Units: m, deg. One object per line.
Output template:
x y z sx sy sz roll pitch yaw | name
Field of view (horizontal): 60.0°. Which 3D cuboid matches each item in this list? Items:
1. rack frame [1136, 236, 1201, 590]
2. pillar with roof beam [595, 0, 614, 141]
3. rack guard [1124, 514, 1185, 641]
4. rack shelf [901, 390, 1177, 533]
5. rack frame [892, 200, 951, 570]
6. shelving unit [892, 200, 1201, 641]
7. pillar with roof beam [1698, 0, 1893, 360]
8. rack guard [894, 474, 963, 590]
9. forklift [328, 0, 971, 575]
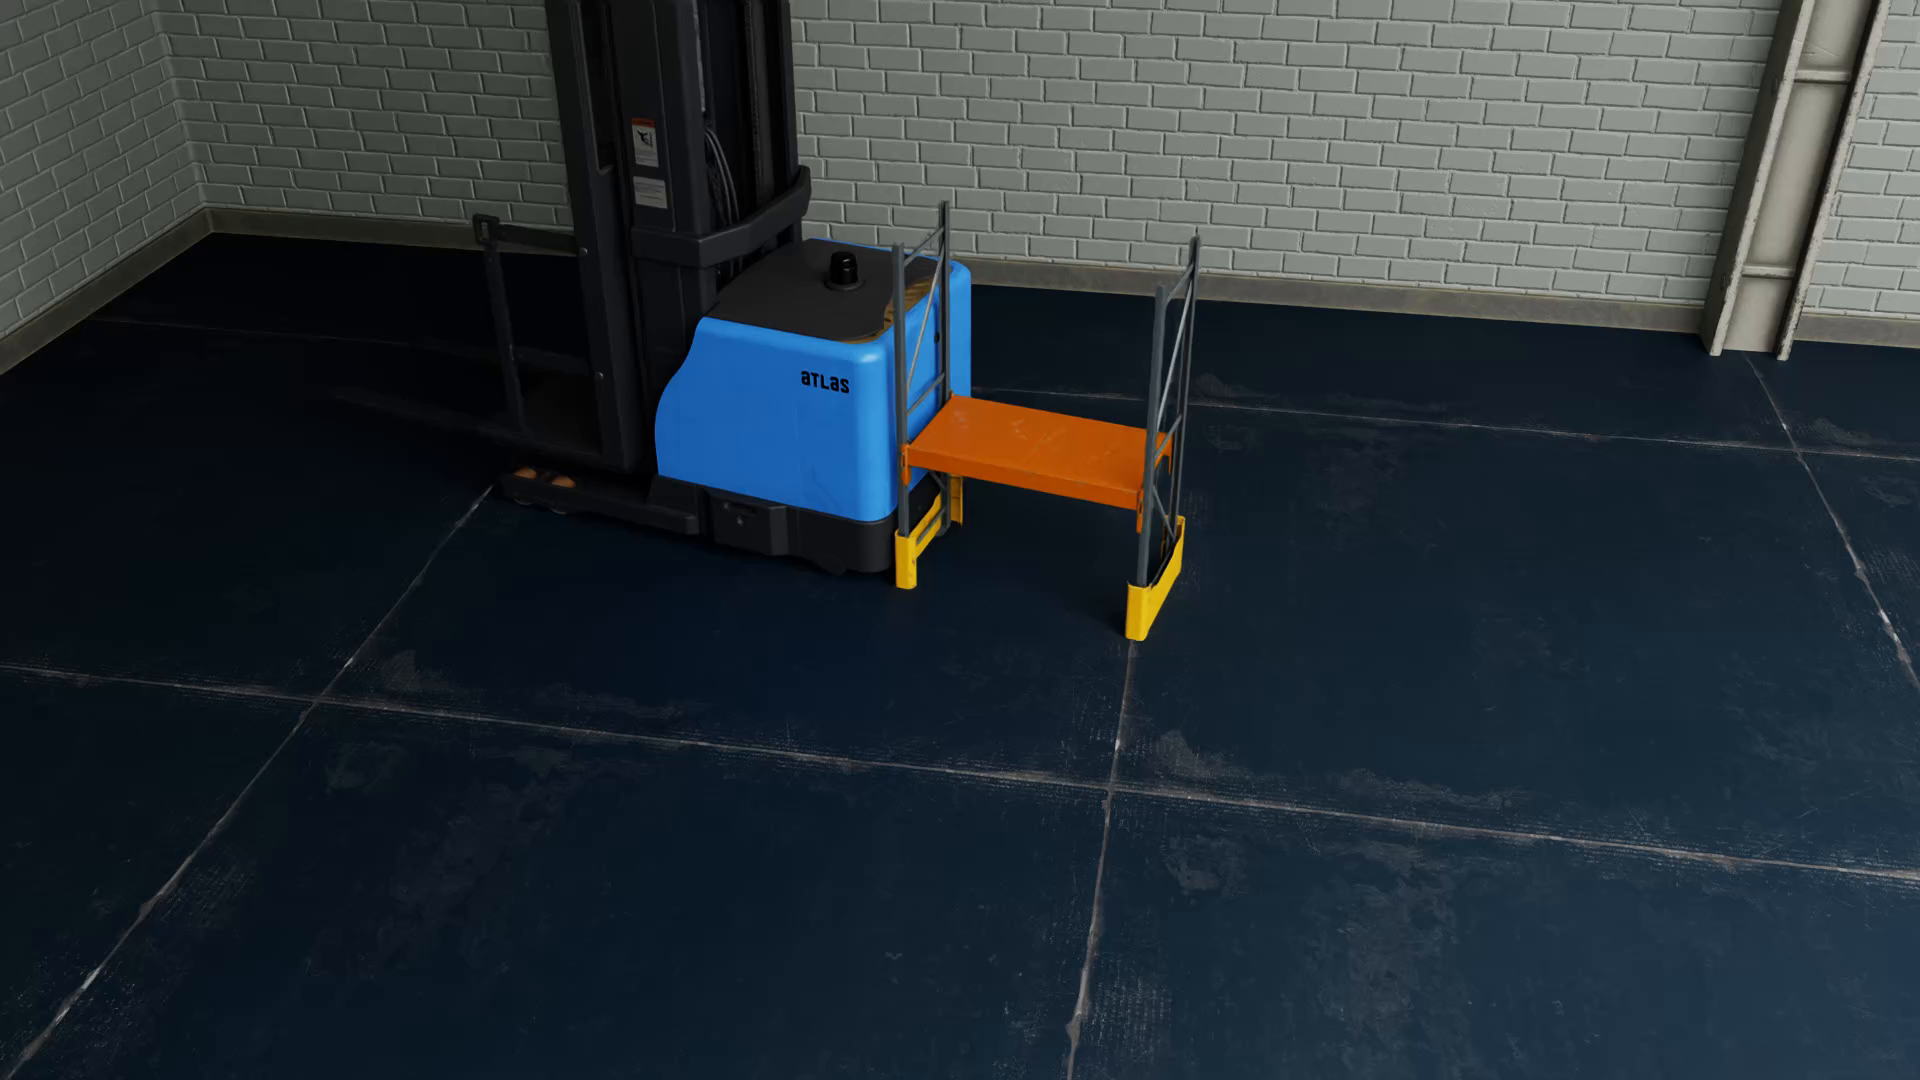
0.798 -0.382 6.447 0.032 1.500 0.500 12 34 18 | rack frame
-2.445 -3.143 3.790 0.400 9.000 9.100 5 32 8 | pillar with roof beam
0.796 0.147 6.779 0.087 0.250 0.587 12 34 18 | rack guard
0.325 -0.329 6.702 1.000 0.185 0.538 12 34 18 | rack shelf
-0.147 -0.582 6.766 0.032 1.500 0.500 12 34 18 | rack frame
0.334 -0.480 6.603 1.083 1.500 0.587 12 34 18 | shelving unit
3.469 -2.607 2.934 0.400 9.000 9.100 5 32 8 | pillar with roof beam
-0.129 -0.048 7.091 0.087 0.250 0.587 12 34 18 | rack guard
-1.503 -1.601 7.045 3.031 2.935 1.130 13 34 20 | forklift
